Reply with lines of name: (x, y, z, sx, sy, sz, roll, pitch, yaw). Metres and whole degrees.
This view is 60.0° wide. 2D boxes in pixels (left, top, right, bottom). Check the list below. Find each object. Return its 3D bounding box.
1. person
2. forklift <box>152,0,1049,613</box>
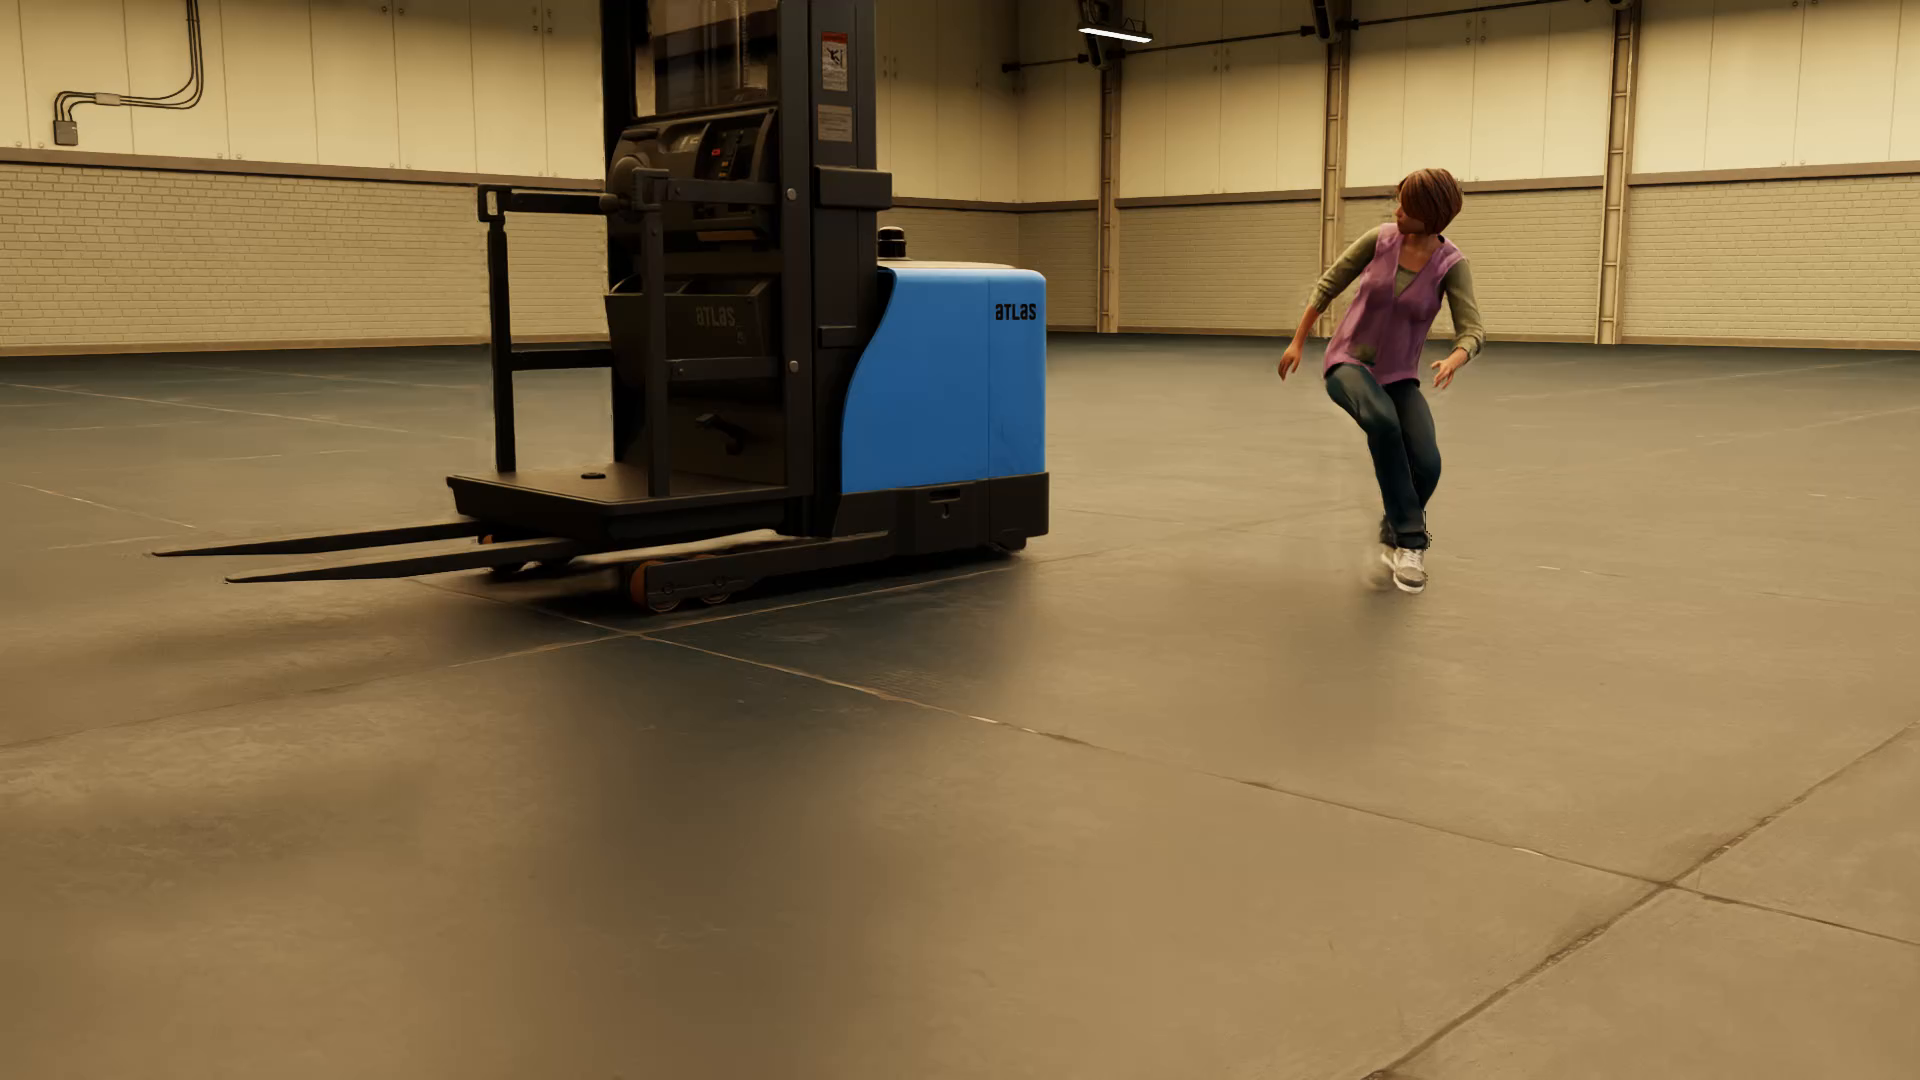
person: (1.466, -0.557, 5.743, 0.636, 1.423, 0.688, 0, 9, 2)
forklift: (-1.082, -1.308, 5.563, 3.031, 2.935, 1.130, -8, 12, -42)
